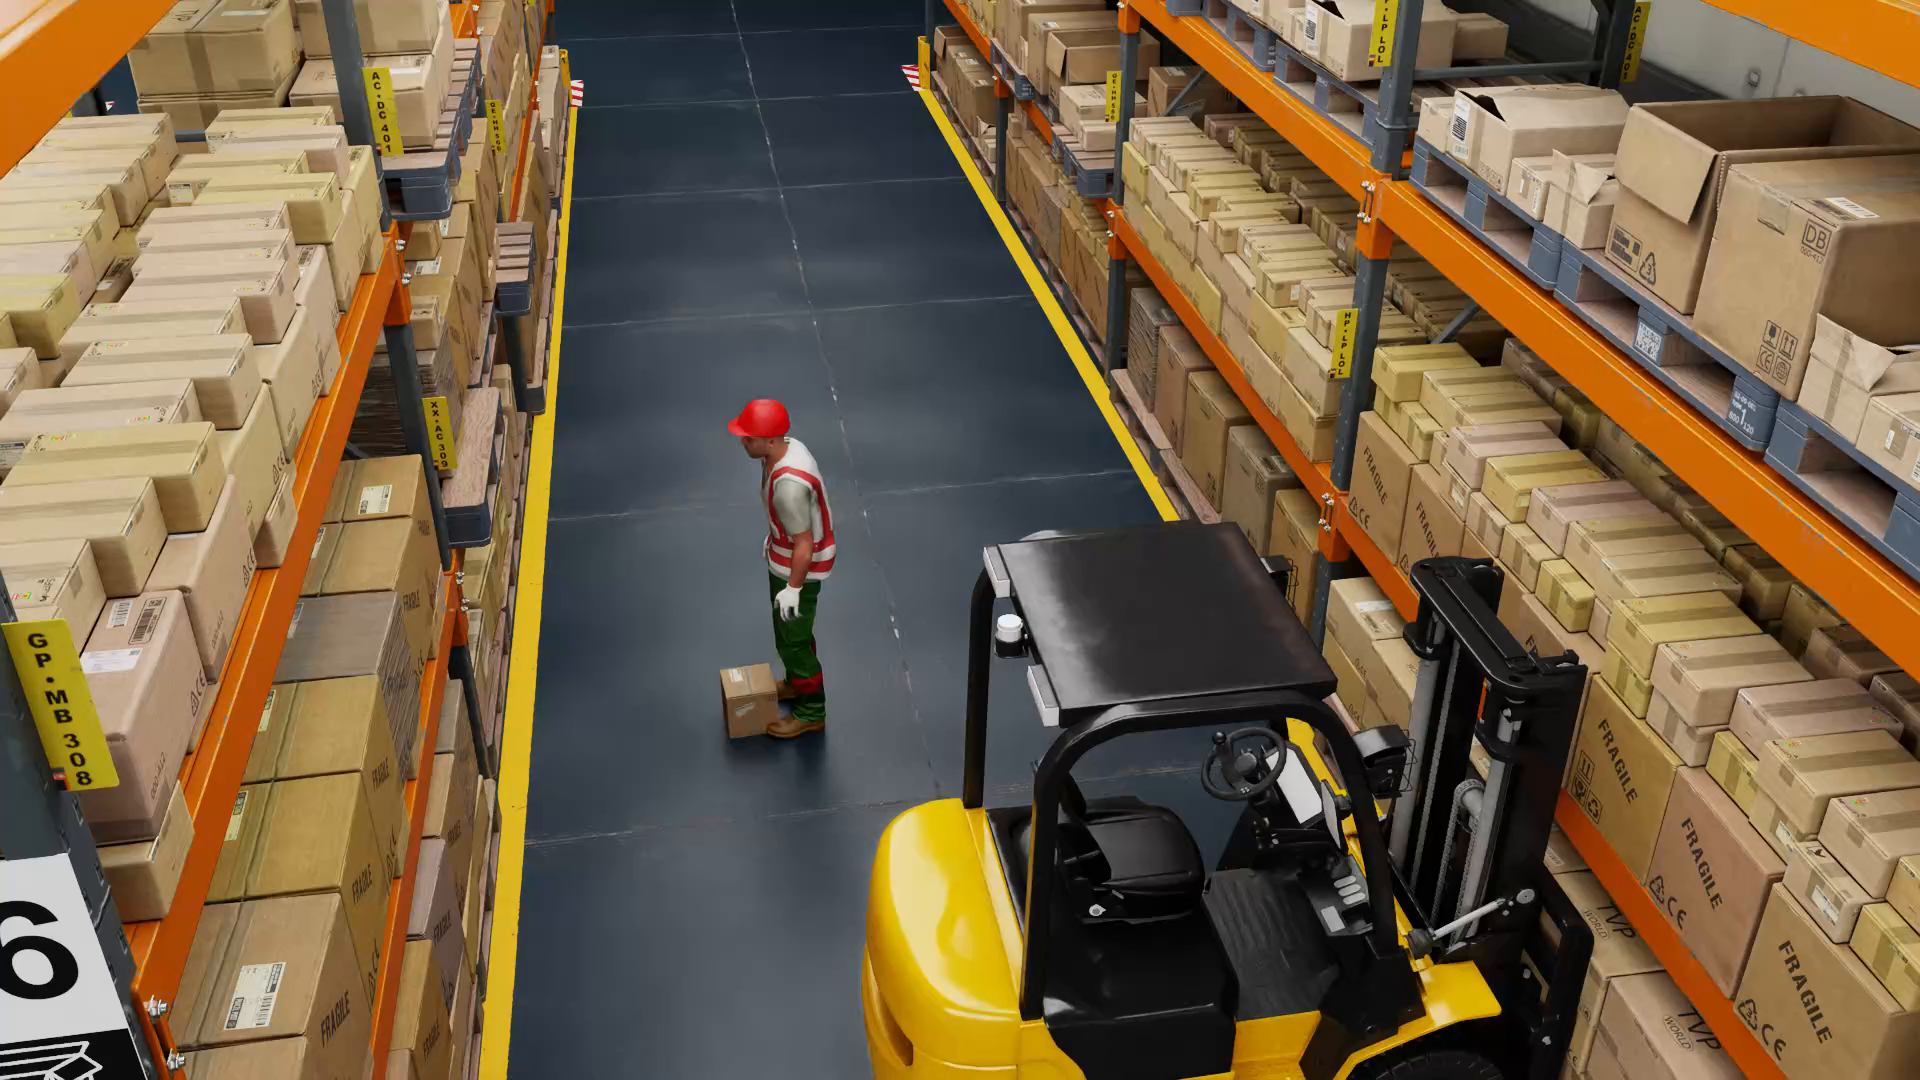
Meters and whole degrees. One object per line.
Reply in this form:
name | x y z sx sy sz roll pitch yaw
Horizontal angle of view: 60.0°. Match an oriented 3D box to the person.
person | -0.825 0.123 7.915 0.456 1.778 0.617 -6 31 -10
